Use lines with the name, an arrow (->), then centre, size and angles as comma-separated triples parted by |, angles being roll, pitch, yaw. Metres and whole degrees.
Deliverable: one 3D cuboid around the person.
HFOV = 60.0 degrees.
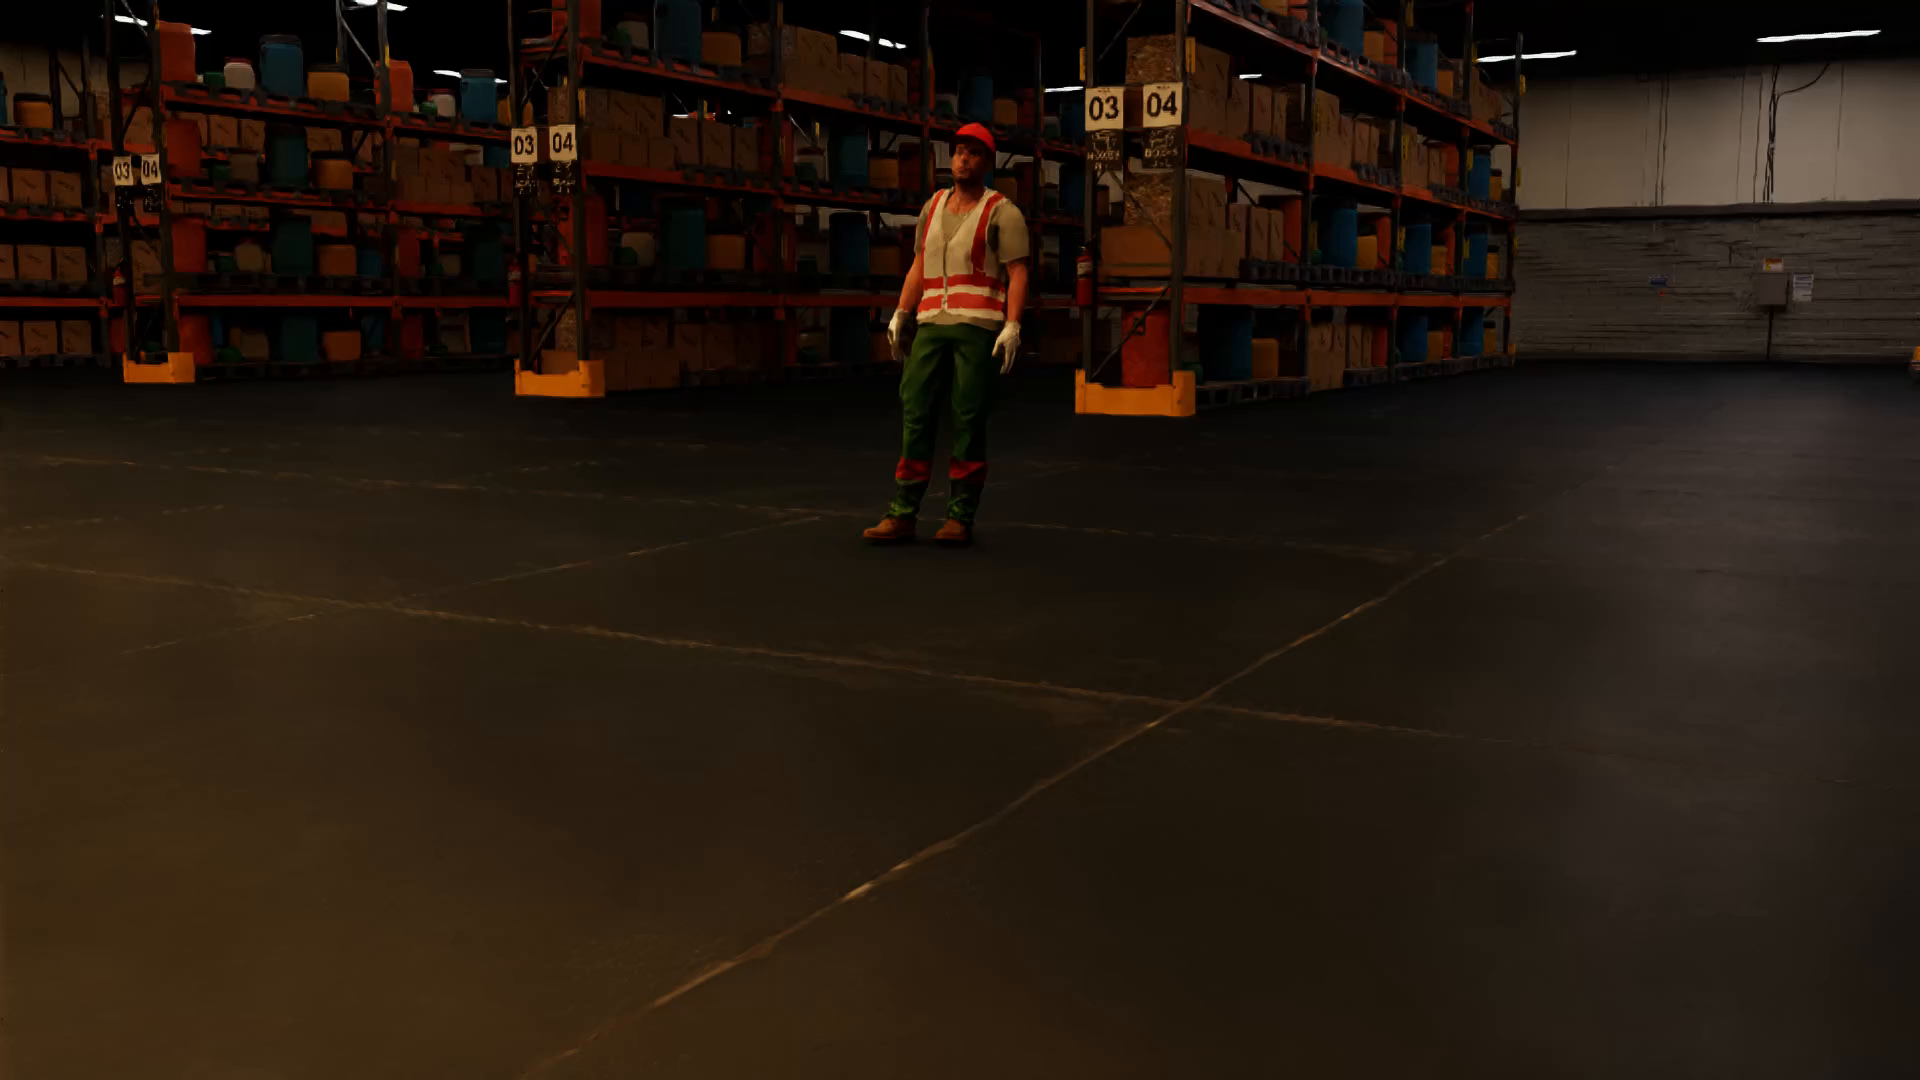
person -> -0.049, -0.884, 7.126 | 0.637, 1.787, 0.563 | 4, 9, 29
